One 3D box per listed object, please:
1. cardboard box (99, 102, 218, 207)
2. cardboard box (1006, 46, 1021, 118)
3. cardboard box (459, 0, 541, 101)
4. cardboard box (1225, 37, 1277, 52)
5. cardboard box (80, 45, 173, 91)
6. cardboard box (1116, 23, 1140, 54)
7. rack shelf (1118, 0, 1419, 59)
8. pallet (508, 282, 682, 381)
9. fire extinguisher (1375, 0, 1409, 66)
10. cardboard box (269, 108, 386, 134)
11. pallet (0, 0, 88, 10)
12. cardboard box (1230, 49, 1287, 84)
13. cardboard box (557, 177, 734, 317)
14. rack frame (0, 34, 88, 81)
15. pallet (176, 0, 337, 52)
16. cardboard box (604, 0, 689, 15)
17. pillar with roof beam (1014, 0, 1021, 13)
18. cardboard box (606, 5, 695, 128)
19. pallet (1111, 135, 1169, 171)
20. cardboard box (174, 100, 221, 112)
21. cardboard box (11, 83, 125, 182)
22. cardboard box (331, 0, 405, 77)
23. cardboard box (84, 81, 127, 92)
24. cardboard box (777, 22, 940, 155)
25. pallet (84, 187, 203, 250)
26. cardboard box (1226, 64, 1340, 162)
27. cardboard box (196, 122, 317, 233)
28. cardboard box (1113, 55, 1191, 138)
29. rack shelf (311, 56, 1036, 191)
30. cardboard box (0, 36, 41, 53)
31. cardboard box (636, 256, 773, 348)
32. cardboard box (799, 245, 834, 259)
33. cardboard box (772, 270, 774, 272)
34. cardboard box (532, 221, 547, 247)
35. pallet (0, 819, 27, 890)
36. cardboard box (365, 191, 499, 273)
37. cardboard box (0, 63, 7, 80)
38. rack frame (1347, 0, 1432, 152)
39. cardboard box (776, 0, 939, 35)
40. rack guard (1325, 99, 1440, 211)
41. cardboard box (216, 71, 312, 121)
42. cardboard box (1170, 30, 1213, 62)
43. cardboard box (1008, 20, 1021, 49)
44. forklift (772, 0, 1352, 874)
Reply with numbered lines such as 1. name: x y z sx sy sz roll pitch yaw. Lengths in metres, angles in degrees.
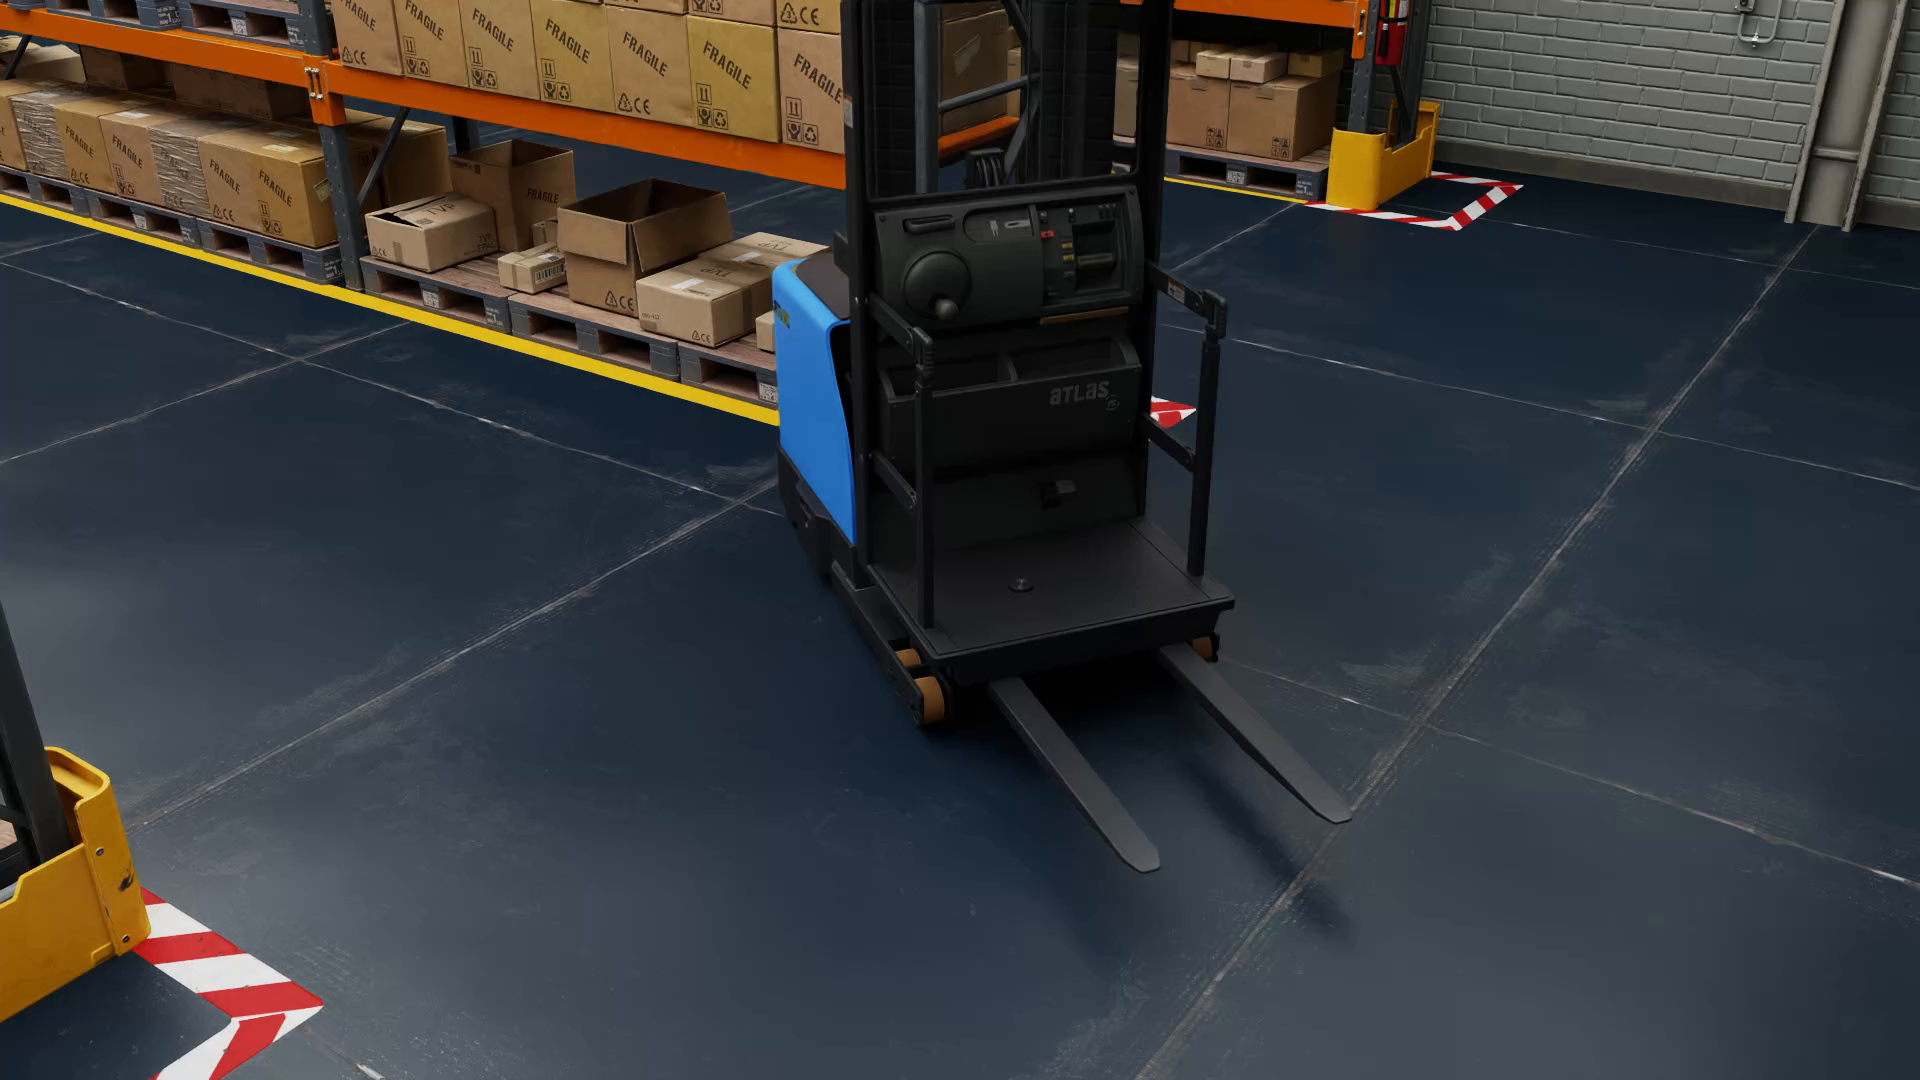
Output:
1. cardboard box: -5.012 -2.446 10.519 0.500 0.500 0.500 16 31 29
2. cardboard box: 0.566 -3.521 12.654 0.500 0.500 0.700 17 32 30
3. cardboard box: -2.106 -2.507 8.260 0.500 0.500 0.500 17 32 30
4. cardboard box: 2.057 -3.458 11.816 0.250 0.149 0.380 17 32 30
5. cardboard box: -5.551 -3.233 11.240 0.500 0.250 0.500 19 32 32
6. cardboard box: 1.220 -3.718 12.327 0.250 0.149 0.380 17 31 29
7. rack shelf: 1.244 -3.974 12.045 4.000 0.370 1.077 17 32 30
8. pallet: -1.631 -1.223 8.920 1.213 0.211 1.003 17 32 30
9. fire extinguisher: 2.755 -3.369 10.559 0.183 0.674 0.296 17 32 30
10. cardboard box: -3.913 -2.385 10.401 0.500 0.500 0.500 18 32 31
11. pallet: -5.905 -3.749 11.021 1.003 0.211 1.213 17 32 30
12. cardboard box: 2.050 -3.250 11.408 0.250 0.149 0.380 17 31 30
13. cardboard box: -1.655 -1.558 8.772 0.637 0.503 0.797 17 32 30
14. rack frame: -6.504 -3.982 11.268 0.127 3.000 1.000 17 32 30
15. pallet: -3.803 -3.116 9.777 1.213 0.211 1.003 17 32 30
16. cardboard box: -1.279 -2.691 7.517 0.500 0.500 0.500 18 32 32
17. pillar with roof beam: -1.776 -6.016 8.650 0.400 9.000 9.100 17 32 30
18. cardboard box: -1.270 -2.248 7.750 0.500 0.500 0.500 18 32 31
19. pallet: 1.187 -3.028 12.467 1.213 0.211 1.003 17 32 30
20. cardboard box: -4.737 -2.647 10.914 0.500 0.500 0.500 16 31 28
21. cardboard box: -5.855 -2.708 11.036 0.500 0.500 0.500 16 31 29
22. cardboard box: -2.941 -2.767 8.770 0.500 0.500 0.500 18 32 32
23. cardboard box: -5.600 -2.912 11.436 0.500 0.500 0.500 19 32 32
24. cardboard box: -0.433 -1.986 7.235 0.500 0.500 0.500 18 32 32
25. pallet: -4.908 -2.220 10.880 1.213 0.211 1.003 17 32 30
26. cardboard box: 2.259 -2.996 11.624 0.500 0.500 0.700 17 32 30
27. cardboard box: -4.178 -2.187 10.011 0.500 0.500 0.500 17 32 30
28. cardboard box: 1.431 -3.254 12.130 0.500 0.500 0.700 16 31 29
29. rack shelf: -1.558 -2.121 8.404 4.000 0.370 1.077 17 32 30
30. cardboard box: -7.207 -3.570 12.408 0.500 0.311 0.500 16 31 29
31. cardboard box: -1.263 -1.201 8.350 0.500 0.250 0.500 17 32 30
32. cardboard box: -0.497 -1.058 7.792 0.500 0.500 0.500 17 32 30
33. cardboard box: -0.609 -1.273 8.490 0.500 0.250 0.500 17 32 30
34. cardboard box: -2.233 -1.767 9.572 0.250 0.149 0.380 17 32 30
35. pallet: -3.375 0.939 4.671 1.213 0.211 1.003 17 32 30
36. cardboard box: -2.983 -1.764 9.389 0.500 0.311 0.500 17 32 30
37. cardboard box: -7.075 -3.236 11.753 0.500 0.311 0.500 18 32 32
38. rack frame: 2.892 -3.781 10.872 0.127 3.000 1.000 17 32 30
39. cardboard box: -0.432 -2.430 7.005 0.500 0.500 0.500 17 32 30
40. rack guard: 2.912 -2.661 11.427 0.348 0.500 1.175 17 32 30
41. cardboard box: -4.292 -2.844 10.475 0.500 0.250 0.500 17 32 30
42. cardboard box: 1.641 -3.588 12.070 0.250 0.149 0.380 18 32 31
43. cardboard box: 0.332 -3.784 12.456 0.250 0.149 0.380 19 32 32
44. forklift: 0.253 -0.903 5.292 1.130 2.935 3.031 -10 29 -19
